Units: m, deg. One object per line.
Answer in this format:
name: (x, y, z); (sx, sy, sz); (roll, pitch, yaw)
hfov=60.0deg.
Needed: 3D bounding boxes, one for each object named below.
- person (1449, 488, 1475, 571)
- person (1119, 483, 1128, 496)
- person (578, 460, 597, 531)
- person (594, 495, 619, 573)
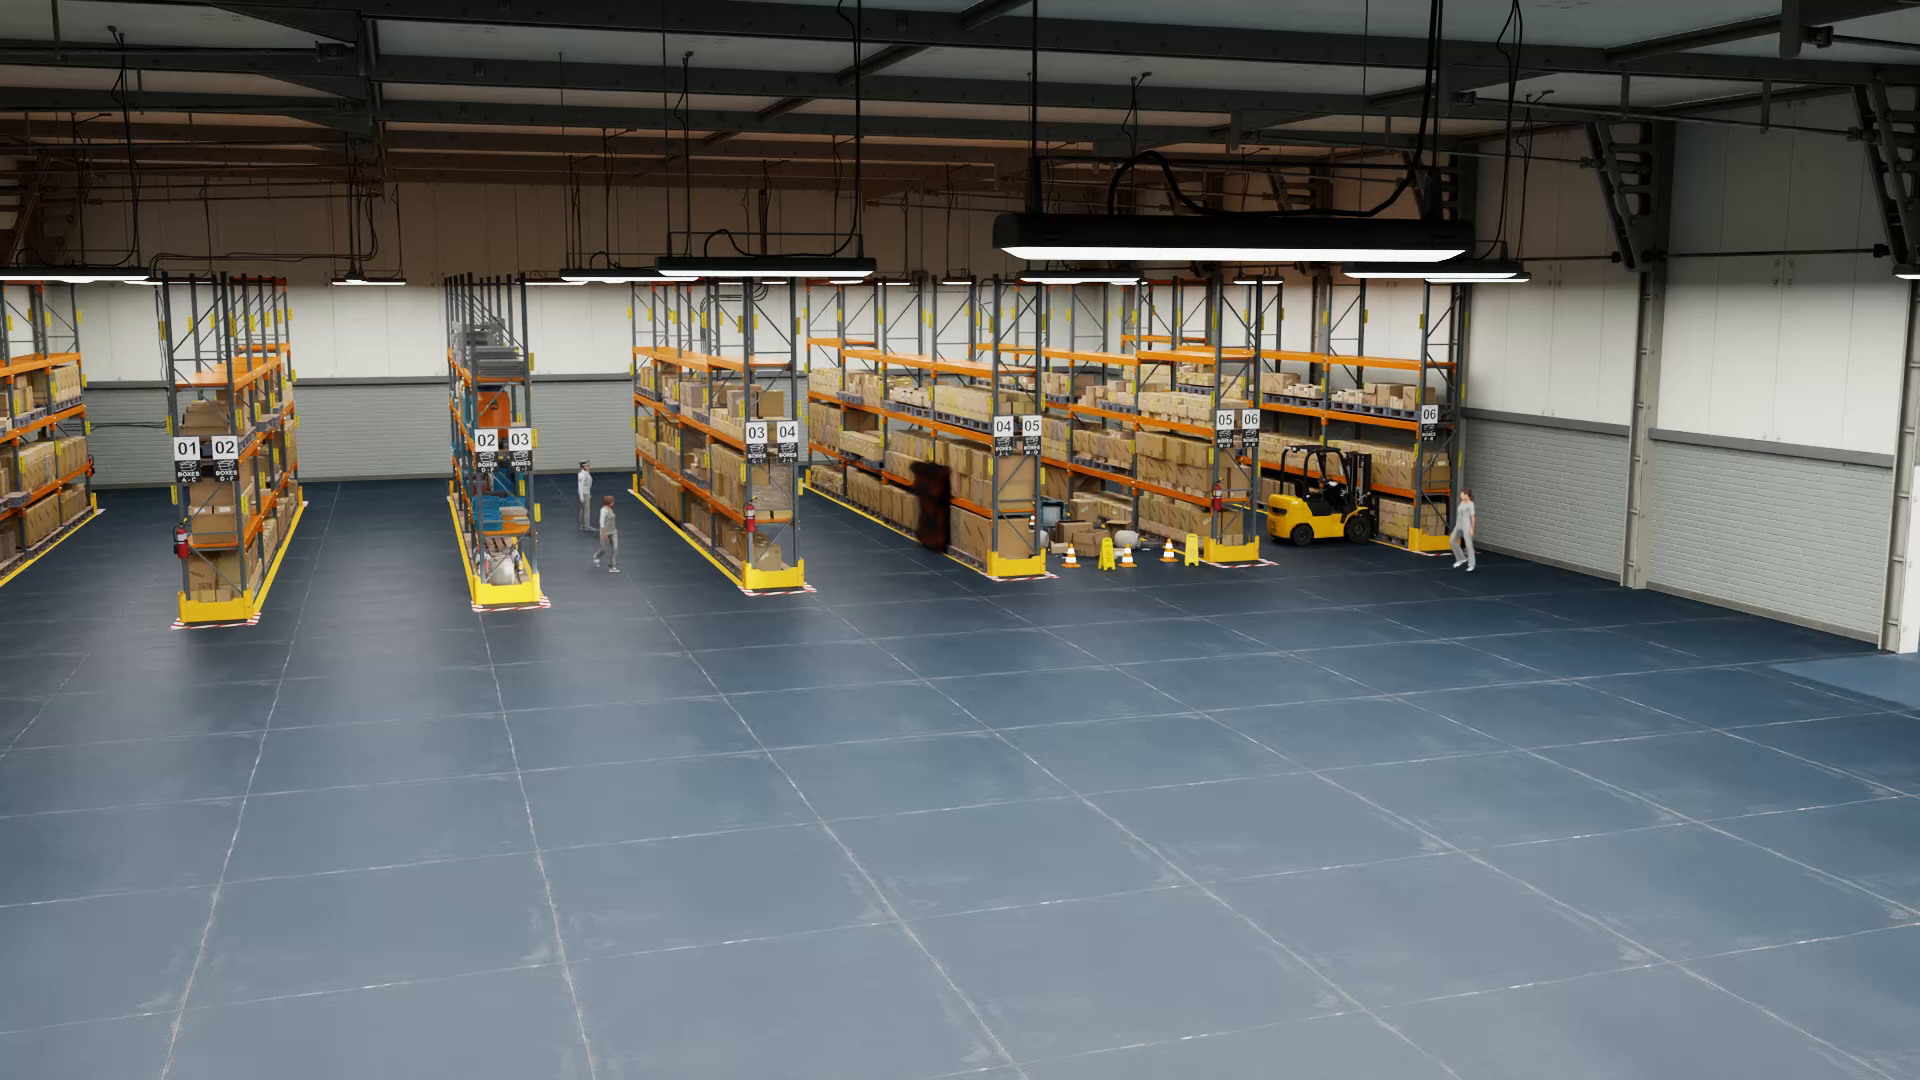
person: (10.328, -0.233, 33.992); (0.381, 1.678, 0.594); (-5, 10, -29)
person: (4.423, -1.977, 45.461); (0.369, 1.744, 0.633); (1, 9, 7)
person: (-8.897, -1.073, 39.668); (0.423, 1.678, 0.514); (-2, 9, -11)
person: (-7.188, -0.138, 33.744); (0.404, 1.555, 0.727); (-7, 11, -38)
